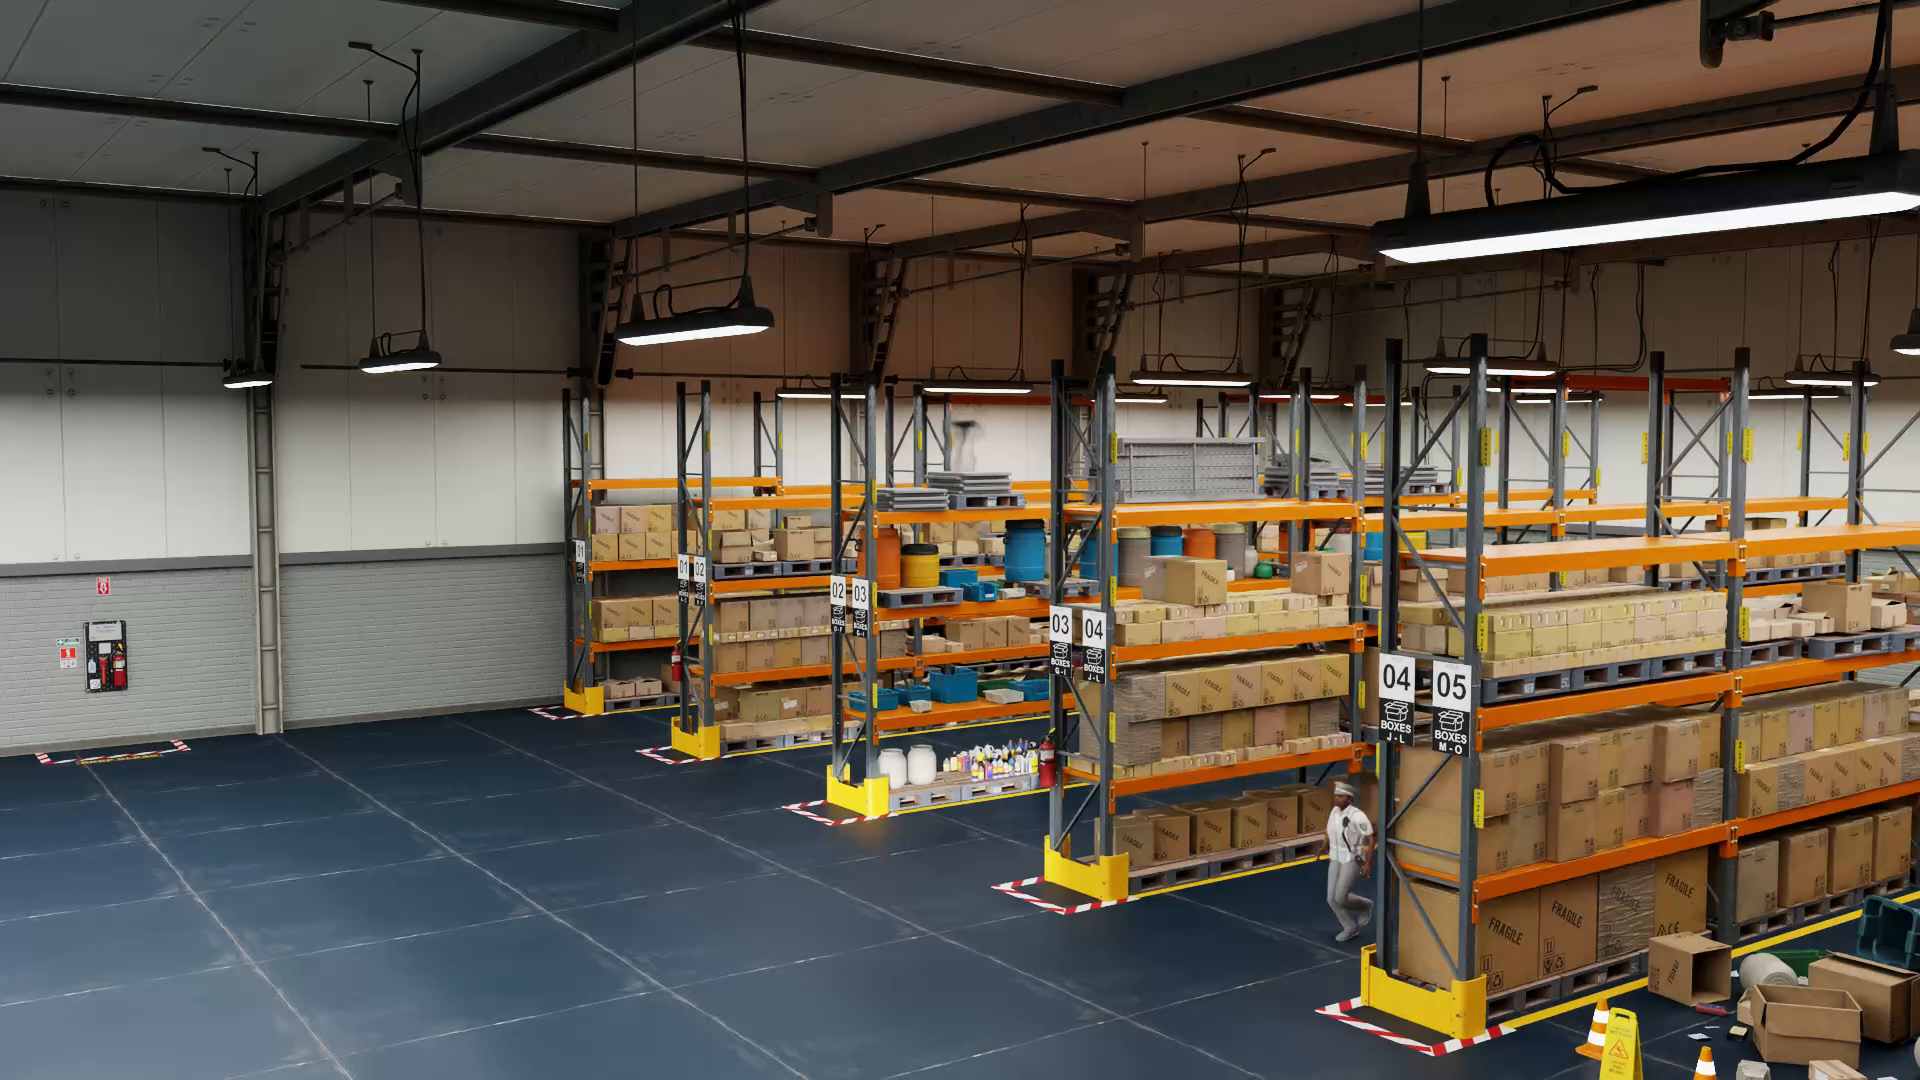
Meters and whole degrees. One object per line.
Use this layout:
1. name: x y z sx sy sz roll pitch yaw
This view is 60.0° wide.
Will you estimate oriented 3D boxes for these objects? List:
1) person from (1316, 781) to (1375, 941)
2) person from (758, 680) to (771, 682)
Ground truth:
1. person: 3.935 3.267 16.954 0.581 1.649 0.584 -2 4 -32
2. person: -3.423 2.460 29.428 0.573 1.626 0.619 4 5 44
